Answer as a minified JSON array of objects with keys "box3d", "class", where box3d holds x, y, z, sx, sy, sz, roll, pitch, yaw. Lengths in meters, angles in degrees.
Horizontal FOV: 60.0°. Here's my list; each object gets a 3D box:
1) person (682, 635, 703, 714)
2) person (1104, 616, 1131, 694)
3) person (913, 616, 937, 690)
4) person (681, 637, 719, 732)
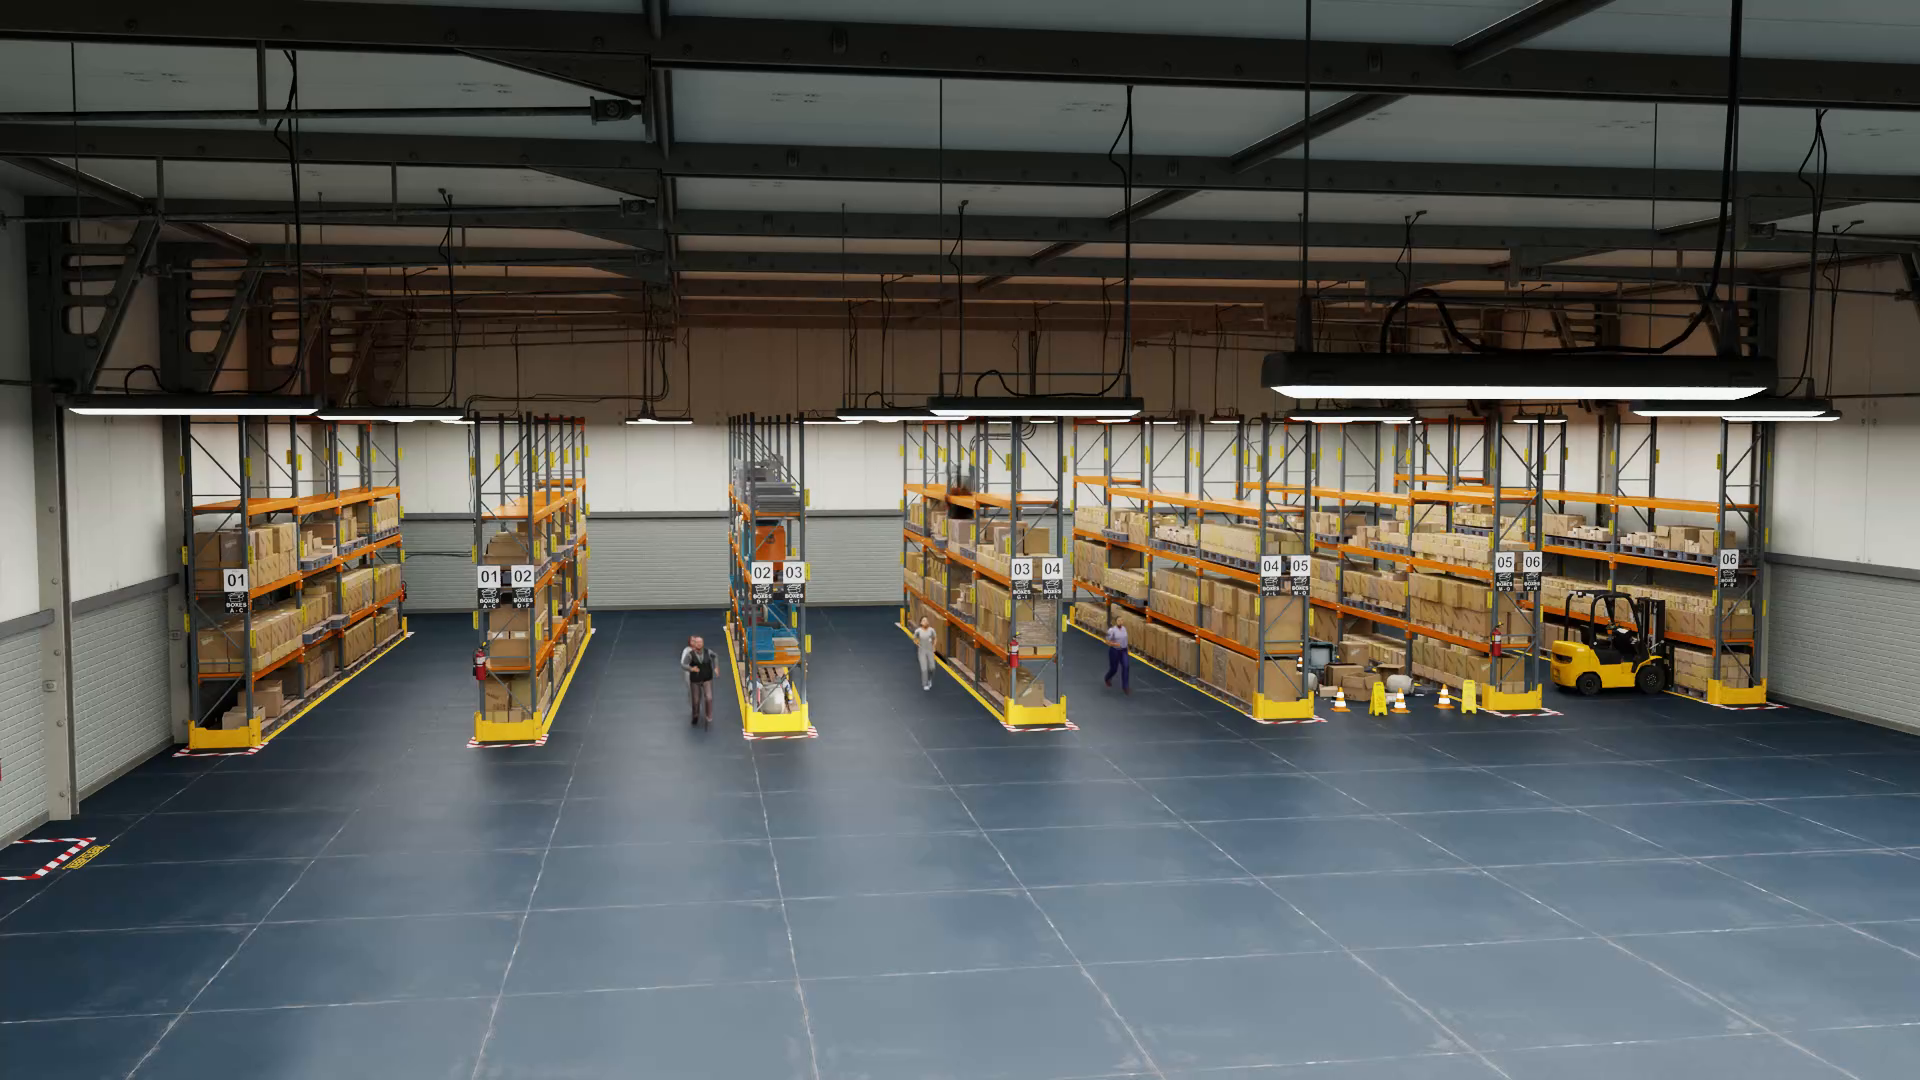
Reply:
[{"box3d":[-5.266,2.676,32.999,0.510,1.578,0.644,-1,4,-15],"class":"person"},{"box3d":[3.410,2.457,35.902,0.613,1.650,0.930,-1,4,-21],"class":"person"},{"box3d":[-0.735,2.452,36.019,0.539,1.626,0.541,-1,4,-8],"class":"person"},{"box3d":[-4.930,2.714,31.538,0.710,1.777,0.755,-1,4,-13],"class":"person"}]
